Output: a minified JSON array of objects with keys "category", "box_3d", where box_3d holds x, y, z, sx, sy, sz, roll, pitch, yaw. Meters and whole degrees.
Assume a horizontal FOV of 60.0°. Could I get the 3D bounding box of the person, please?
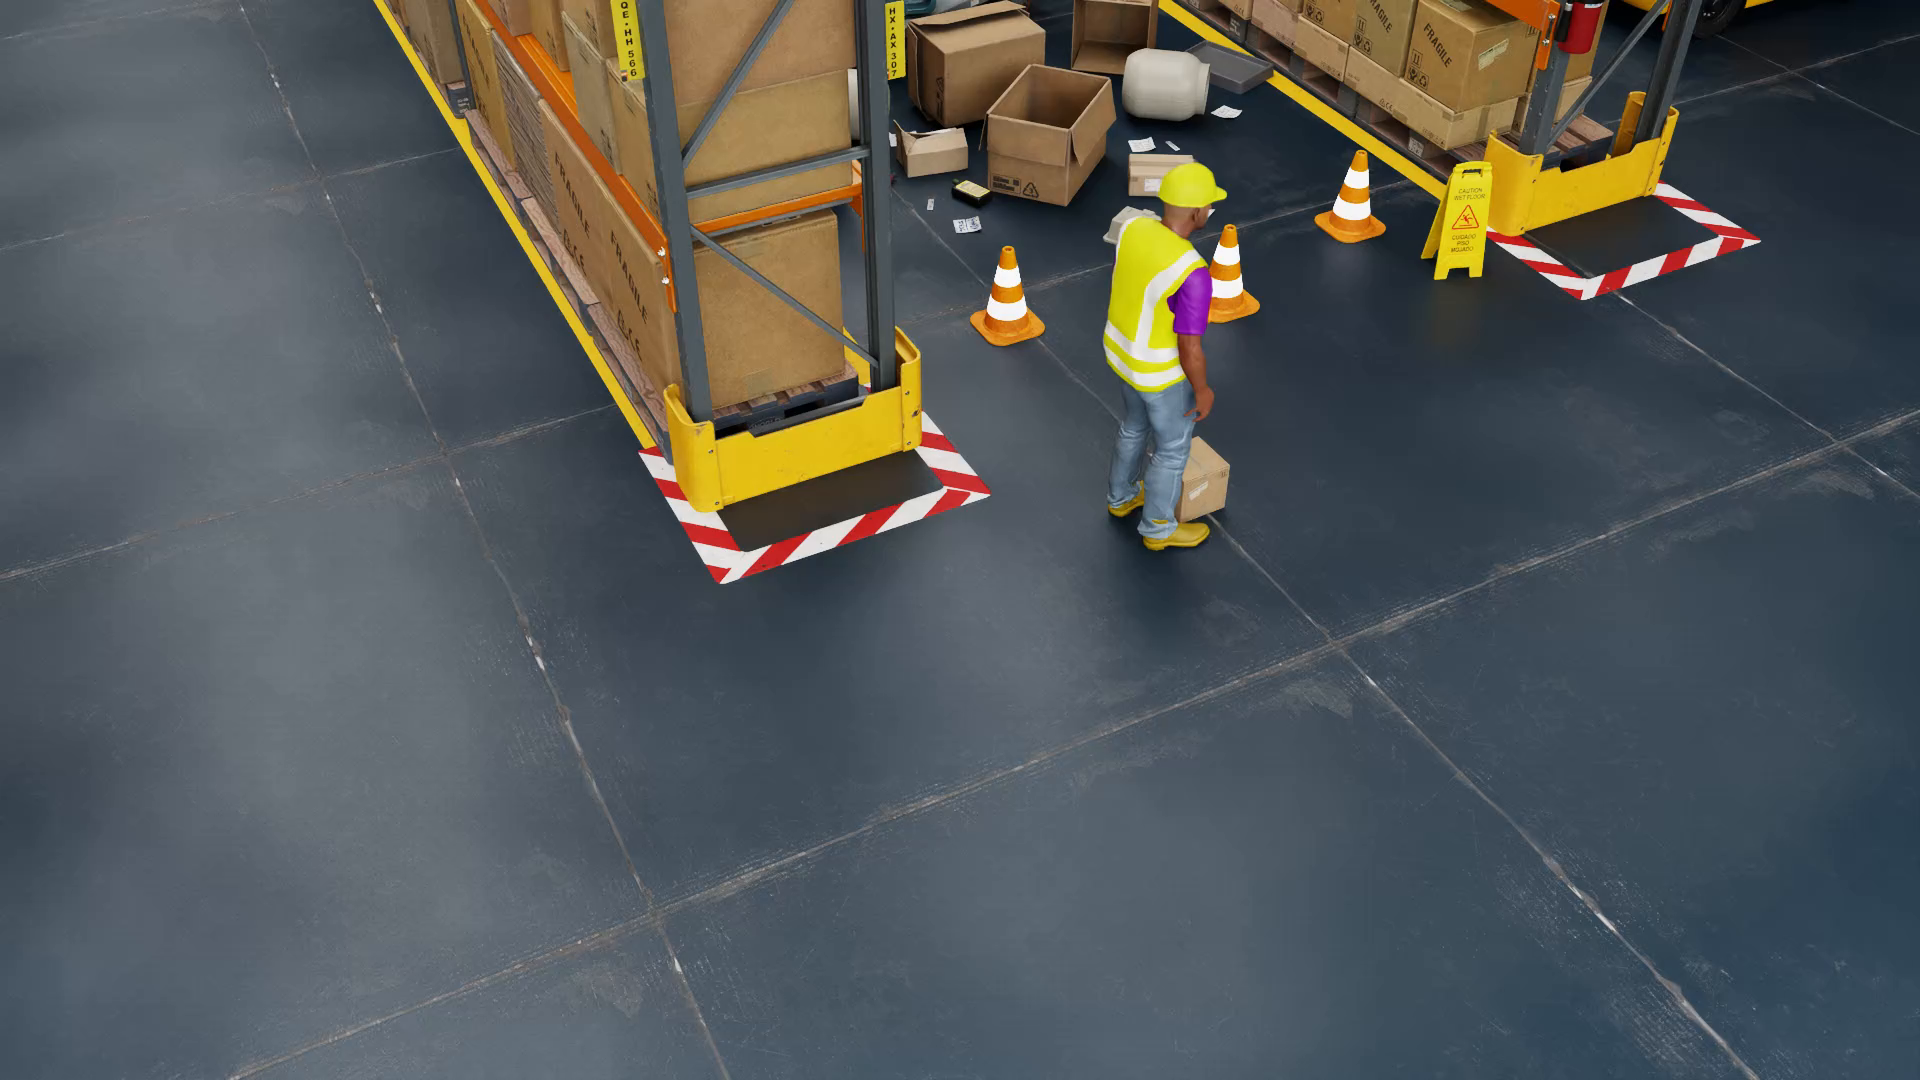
[{"category":"person","box_3d":[0.854,-0.766,7.025,0.456,1.760,0.627,-19,44,-20]}]
